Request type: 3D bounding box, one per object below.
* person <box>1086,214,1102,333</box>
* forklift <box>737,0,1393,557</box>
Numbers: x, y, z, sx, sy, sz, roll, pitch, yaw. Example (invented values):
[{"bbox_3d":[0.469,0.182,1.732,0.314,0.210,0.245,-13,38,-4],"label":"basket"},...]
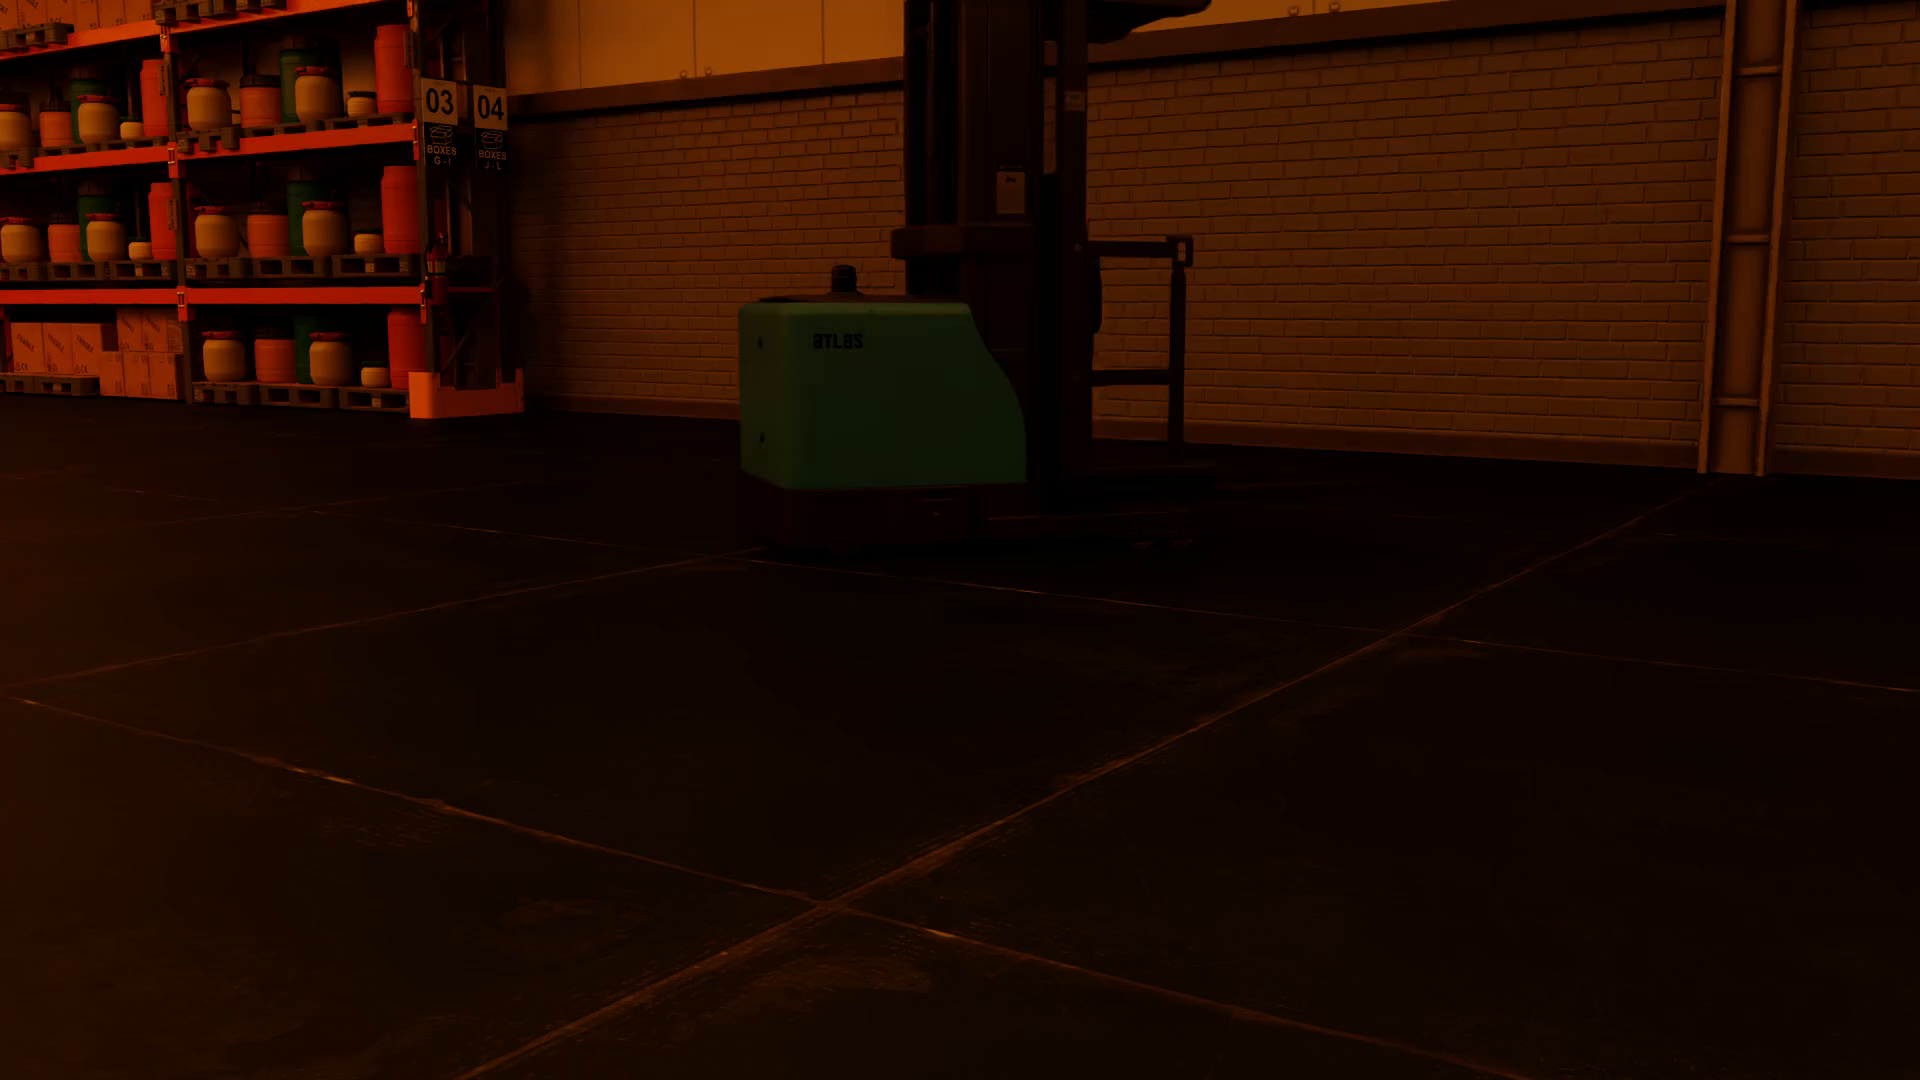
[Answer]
[{"bbox_3d":[0.732,-1.291,10.576,0.372,1.725,0.525,1,8,4],"label":"person"},{"bbox_3d":[0.542,-1.482,7.617,3.031,2.935,1.130,-3,9,-19],"label":"forklift"}]
